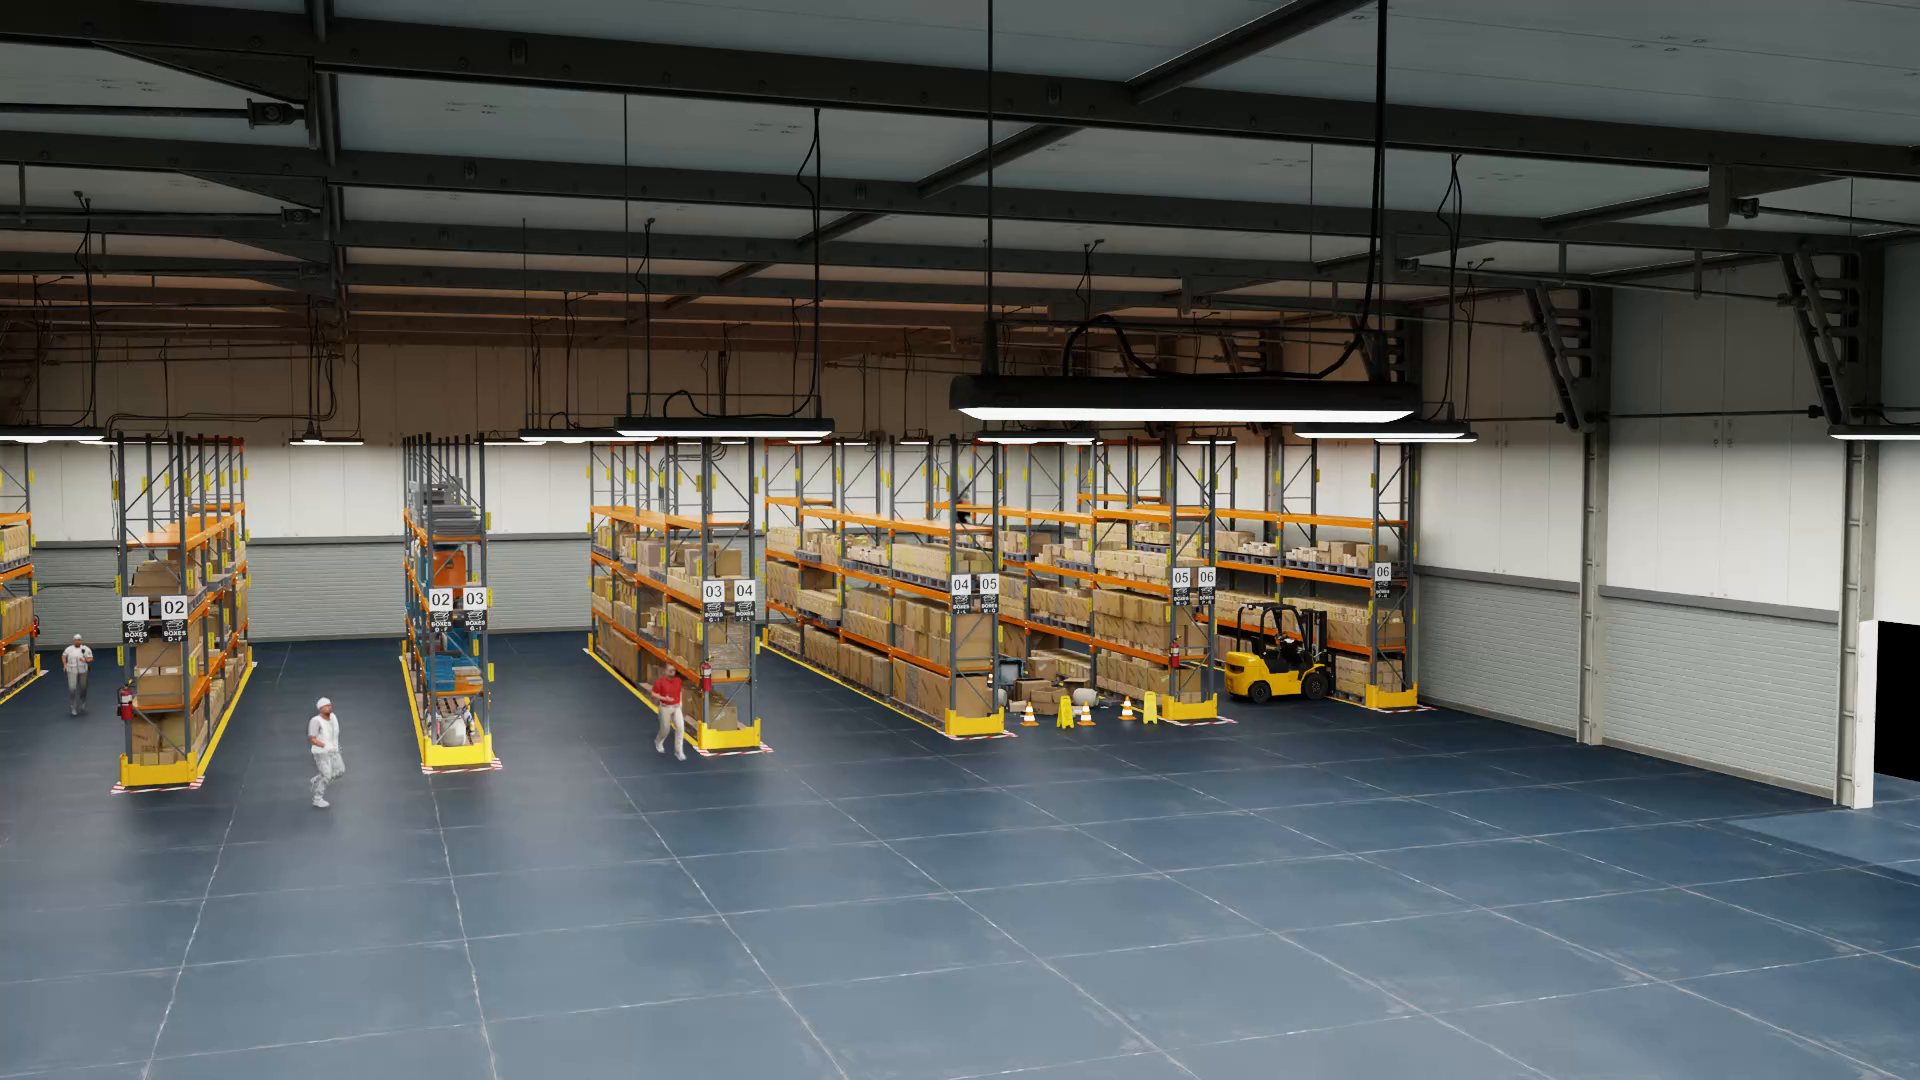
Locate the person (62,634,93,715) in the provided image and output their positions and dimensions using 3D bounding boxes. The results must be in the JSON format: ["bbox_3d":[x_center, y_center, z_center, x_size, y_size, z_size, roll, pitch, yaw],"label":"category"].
[{"bbox_3d":[-19.065,2.899,35.946,0.582,1.726,0.775,-2,4,-30],"label":"person"}]

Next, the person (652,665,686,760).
[{"bbox_3d":[-5.385,3.170,30.770,0.690,1.755,0.938,-2,4,-33],"label":"person"}]

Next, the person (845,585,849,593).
[{"bbox_3d":[-3.278,2.186,48.038,0.730,1.776,0.943,-1,3,-16],"label":"person"}]

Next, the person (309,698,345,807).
[{"bbox_3d":[-10.128,3.383,26.589,0.665,1.737,0.703,1,3,17],"label":"person"}]
